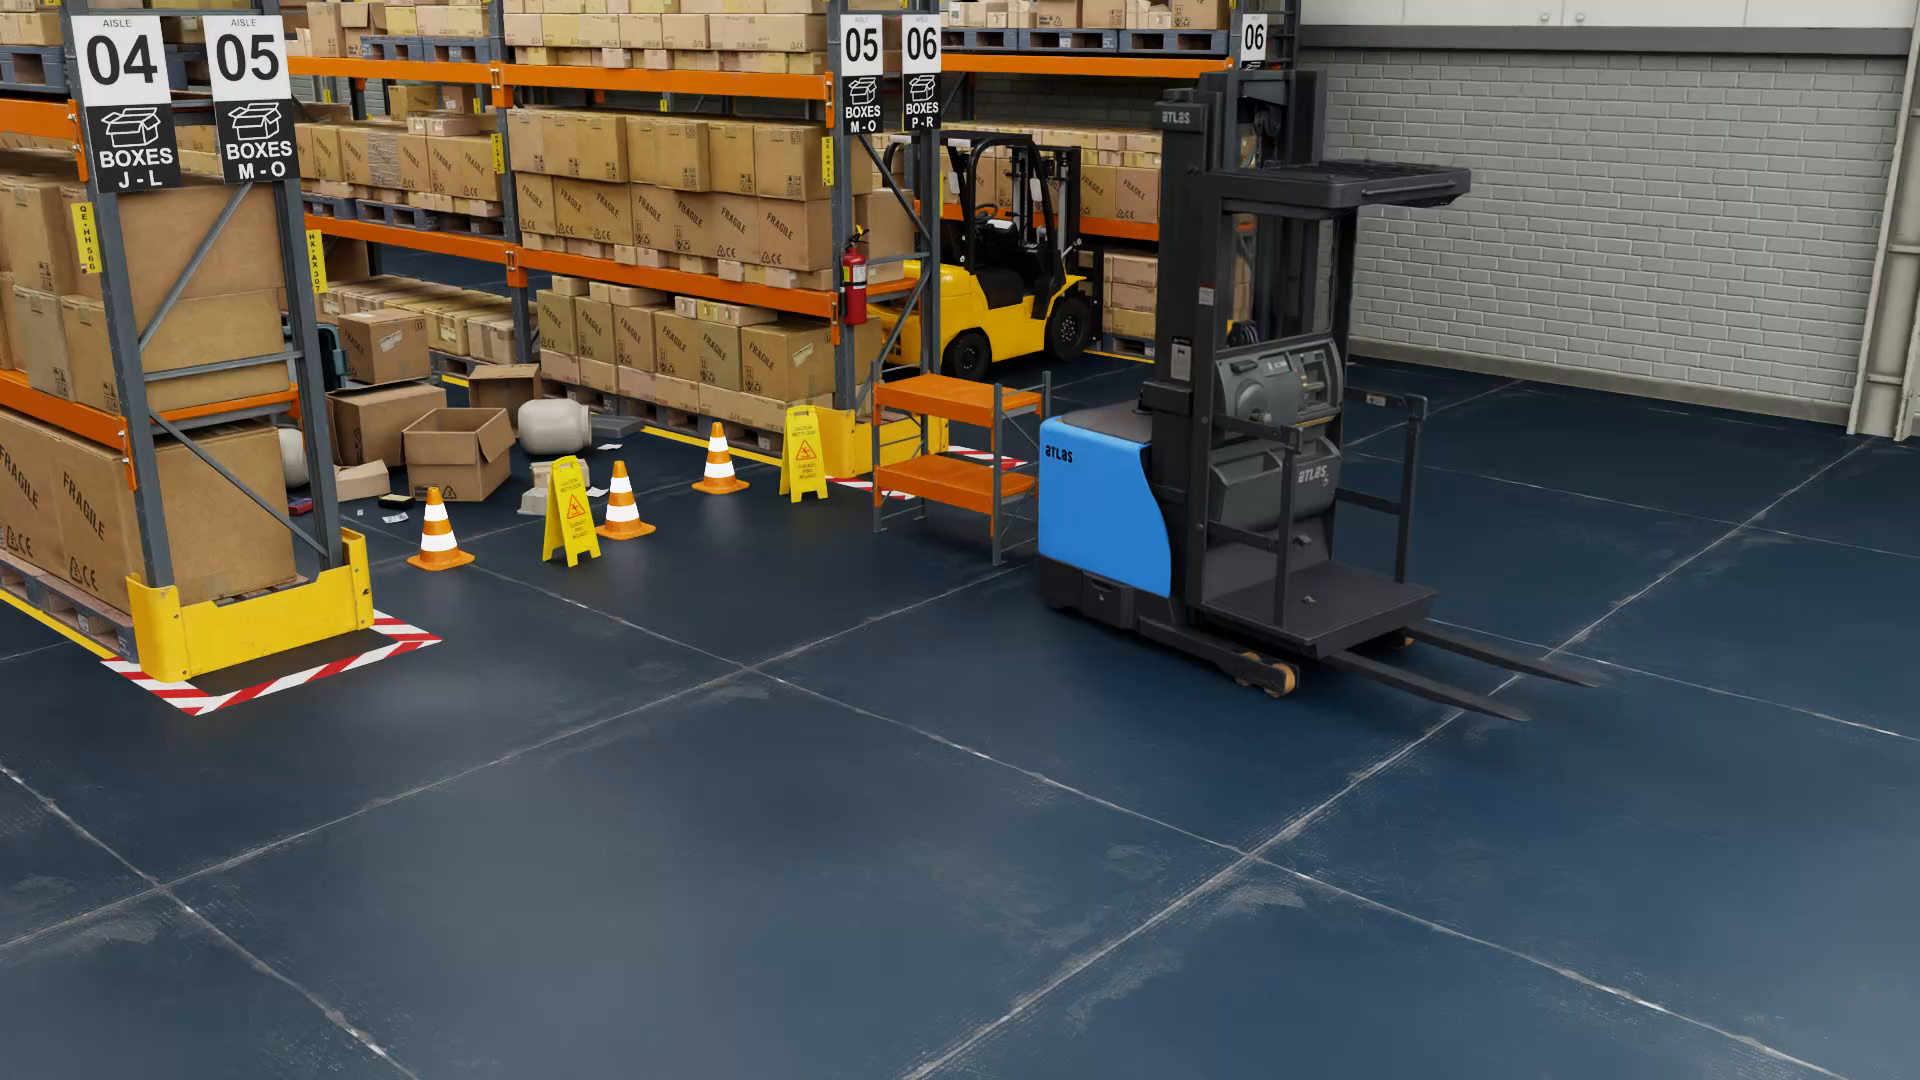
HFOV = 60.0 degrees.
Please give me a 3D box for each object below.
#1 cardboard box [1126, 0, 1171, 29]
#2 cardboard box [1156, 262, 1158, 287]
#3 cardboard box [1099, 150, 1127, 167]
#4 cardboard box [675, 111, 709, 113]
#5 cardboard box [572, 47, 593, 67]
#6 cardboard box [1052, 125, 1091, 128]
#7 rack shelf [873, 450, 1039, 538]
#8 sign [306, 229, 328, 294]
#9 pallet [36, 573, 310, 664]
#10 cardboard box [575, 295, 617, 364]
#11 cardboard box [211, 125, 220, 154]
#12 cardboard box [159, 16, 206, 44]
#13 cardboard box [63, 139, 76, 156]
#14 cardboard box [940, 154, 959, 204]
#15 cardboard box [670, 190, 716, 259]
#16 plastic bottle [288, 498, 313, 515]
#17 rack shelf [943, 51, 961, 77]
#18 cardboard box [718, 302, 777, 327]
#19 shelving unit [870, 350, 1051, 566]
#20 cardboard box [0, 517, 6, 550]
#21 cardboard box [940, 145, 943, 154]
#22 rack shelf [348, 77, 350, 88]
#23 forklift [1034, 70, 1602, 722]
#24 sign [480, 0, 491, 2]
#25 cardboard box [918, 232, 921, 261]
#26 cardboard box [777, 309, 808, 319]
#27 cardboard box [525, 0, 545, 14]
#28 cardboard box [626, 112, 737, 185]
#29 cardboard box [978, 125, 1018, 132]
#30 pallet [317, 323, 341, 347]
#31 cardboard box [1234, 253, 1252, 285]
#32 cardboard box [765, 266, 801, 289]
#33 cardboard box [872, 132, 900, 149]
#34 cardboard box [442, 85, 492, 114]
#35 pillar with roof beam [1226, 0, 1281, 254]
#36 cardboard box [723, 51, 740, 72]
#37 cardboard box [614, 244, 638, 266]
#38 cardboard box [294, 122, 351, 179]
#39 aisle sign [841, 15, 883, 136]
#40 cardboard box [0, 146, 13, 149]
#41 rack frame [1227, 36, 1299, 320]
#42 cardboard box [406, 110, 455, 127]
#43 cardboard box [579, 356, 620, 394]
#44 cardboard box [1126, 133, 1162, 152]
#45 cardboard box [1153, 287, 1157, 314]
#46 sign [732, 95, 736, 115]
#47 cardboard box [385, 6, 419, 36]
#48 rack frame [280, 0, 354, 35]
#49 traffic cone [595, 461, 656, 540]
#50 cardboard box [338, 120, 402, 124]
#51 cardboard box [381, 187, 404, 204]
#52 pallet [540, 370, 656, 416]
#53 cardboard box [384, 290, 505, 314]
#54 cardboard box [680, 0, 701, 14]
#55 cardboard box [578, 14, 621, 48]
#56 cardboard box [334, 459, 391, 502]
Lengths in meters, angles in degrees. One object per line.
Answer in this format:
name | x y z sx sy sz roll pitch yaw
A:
cardboard box | 1.760 -4.900 15.498 0.258 0.266 0.396 15 23 39
cardboard box | 2.219 -2.526 15.812 0.500 0.250 0.500 16 24 41
cardboard box | 1.552 -3.707 16.096 0.250 0.149 0.380 14 22 38
cardboard box | -3.494 -5.131 20.961 0.500 0.500 0.500 16 24 42
cardboard box | -2.864 -3.860 13.273 0.250 0.149 0.380 16 24 41
cardboard box | 1.155 -4.180 17.094 0.250 0.149 0.380 15 23 39
rack shelf | -0.005 -0.304 10.520 1.000 0.278 0.538 15 23 39
sign | -3.358 -1.449 8.657 0.005 0.325 0.100 15 23 39
pallet | -4.381 0.312 9.280 1.213 0.211 1.003 15 23 39
cardboard box | -2.843 -1.780 13.874 0.500 0.500 0.500 16 24 41
cardboard box | -7.454 -4.291 17.355 0.500 0.500 0.500 16 23 40
cardboard box | -3.775 -2.573 8.359 0.250 0.149 0.380 15 23 40
cardboard box | -10.402 -4.609 20.010 0.500 0.500 0.500 14 23 38
cardboard box | -0.063 -3.841 17.590 0.500 0.500 0.500 14 22 38
cardboard box | -1.853 -2.453 12.727 0.500 0.500 0.500 15 23 39
plastic bottle | -4.432 -0.237 11.258 0.133 0.061 0.283 7 19 21
rack shelf | -1.717 -5.430 18.993 4.000 0.370 1.077 15 23 39
cardboard box | -1.613 -1.731 12.647 0.250 0.149 0.380 16 24 41
shelving unit | -0.005 -0.538 10.446 1.048 1.125 0.538 15 23 39
cardboard box | -5.622 -0.543 10.181 0.875 0.875 0.875 15 23 40
cardboard box | -0.157 -4.175 17.570 0.250 0.149 0.380 15 23 38
rack shelf | -8.001 -5.109 17.982 4.000 0.370 1.077 15 23 39
forklift | 1.763 -0.796 8.275 1.130 2.935 3.031 -15 23 -38
sign | -3.879 -4.555 13.542 0.005 0.325 0.100 15 23 39
cardboard box | -0.619 -3.112 18.690 0.625 0.625 0.875 16 24 42
cardboard box | -1.353 -1.595 13.289 0.500 0.500 0.500 14 22 37
cardboard box | -3.280 -4.325 13.419 0.250 0.149 0.380 16 24 41
cardboard box | -2.152 -3.048 12.946 0.500 0.500 0.700 15 23 39
cardboard box | 0.397 -4.153 17.009 0.250 0.149 0.380 16 23 40
pallet | -5.921 -2.134 16.988 1.213 0.211 1.003 15 23 39
cardboard box | 2.537 -2.644 16.182 0.500 0.250 0.500 15 23 38
cardboard box | -1.206 -1.947 12.204 0.250 0.149 0.380 15 23 39
cardboard box | -0.829 -4.364 18.167 0.250 0.149 0.380 15 23 38
cardboard box | -7.142 -6.335 24.130 0.500 0.500 0.500 14 23 38
pillar with roof beam | -0.009 -5.367 12.648 0.400 9.000 9.100 15 23 39
cardboard box | -1.503 -3.502 12.145 0.250 0.149 0.380 15 23 40
cardboard box | -2.540 -2.303 13.325 0.250 0.149 0.380 15 23 40
cardboard box | -6.322 -3.868 16.489 0.500 0.500 0.500 14 22 38
aisle sign | -0.667 -3.176 11.361 0.004 0.787 0.394 15 23 39
cardboard box | -6.470 -2.182 10.494 0.550 0.550 0.875 15 23 39
rack frame | 2.771 -3.138 15.542 0.127 3.000 1.000 15 23 39
cardboard box | -5.094 -4.055 16.006 0.250 0.149 0.380 14 22 37
cardboard box | -2.844 -1.423 13.988 0.500 0.250 0.500 17 24 42
cardboard box | 1.807 -3.817 15.950 0.250 0.149 0.380 15 23 40
cardboard box | 2.199 -2.293 15.903 0.500 0.250 0.500 15 23 39
sign | -2.847 -5.423 20.826 0.005 0.325 0.100 15 23 39
cardboard box | -4.802 -4.666 14.950 0.500 0.250 0.500 15 23 40
rack frame | -6.505 -6.480 16.154 0.127 3.000 1.000 15 23 39
traffic cone | -2.182 -0.280 10.730 0.334 0.463 0.336 15 23 39
cardboard box | -5.980 -3.982 16.849 0.500 0.500 0.500 14 22 38
cardboard box | -5.208 -3.258 15.641 0.250 0.149 0.380 16 24 41
pallet | -2.987 -1.362 14.553 1.213 0.211 1.003 15 23 39
cardboard box | -4.968 -2.153 16.086 0.625 0.372 0.950 16 24 41
cardboard box | -1.853 -3.985 12.348 0.250 0.149 0.380 14 22 38
cardboard box | -2.608 -3.962 12.936 0.500 0.250 0.500 15 23 40
cardboard box | -4.215 -0.446 11.578 0.396 0.266 0.258 -13 22 -36
